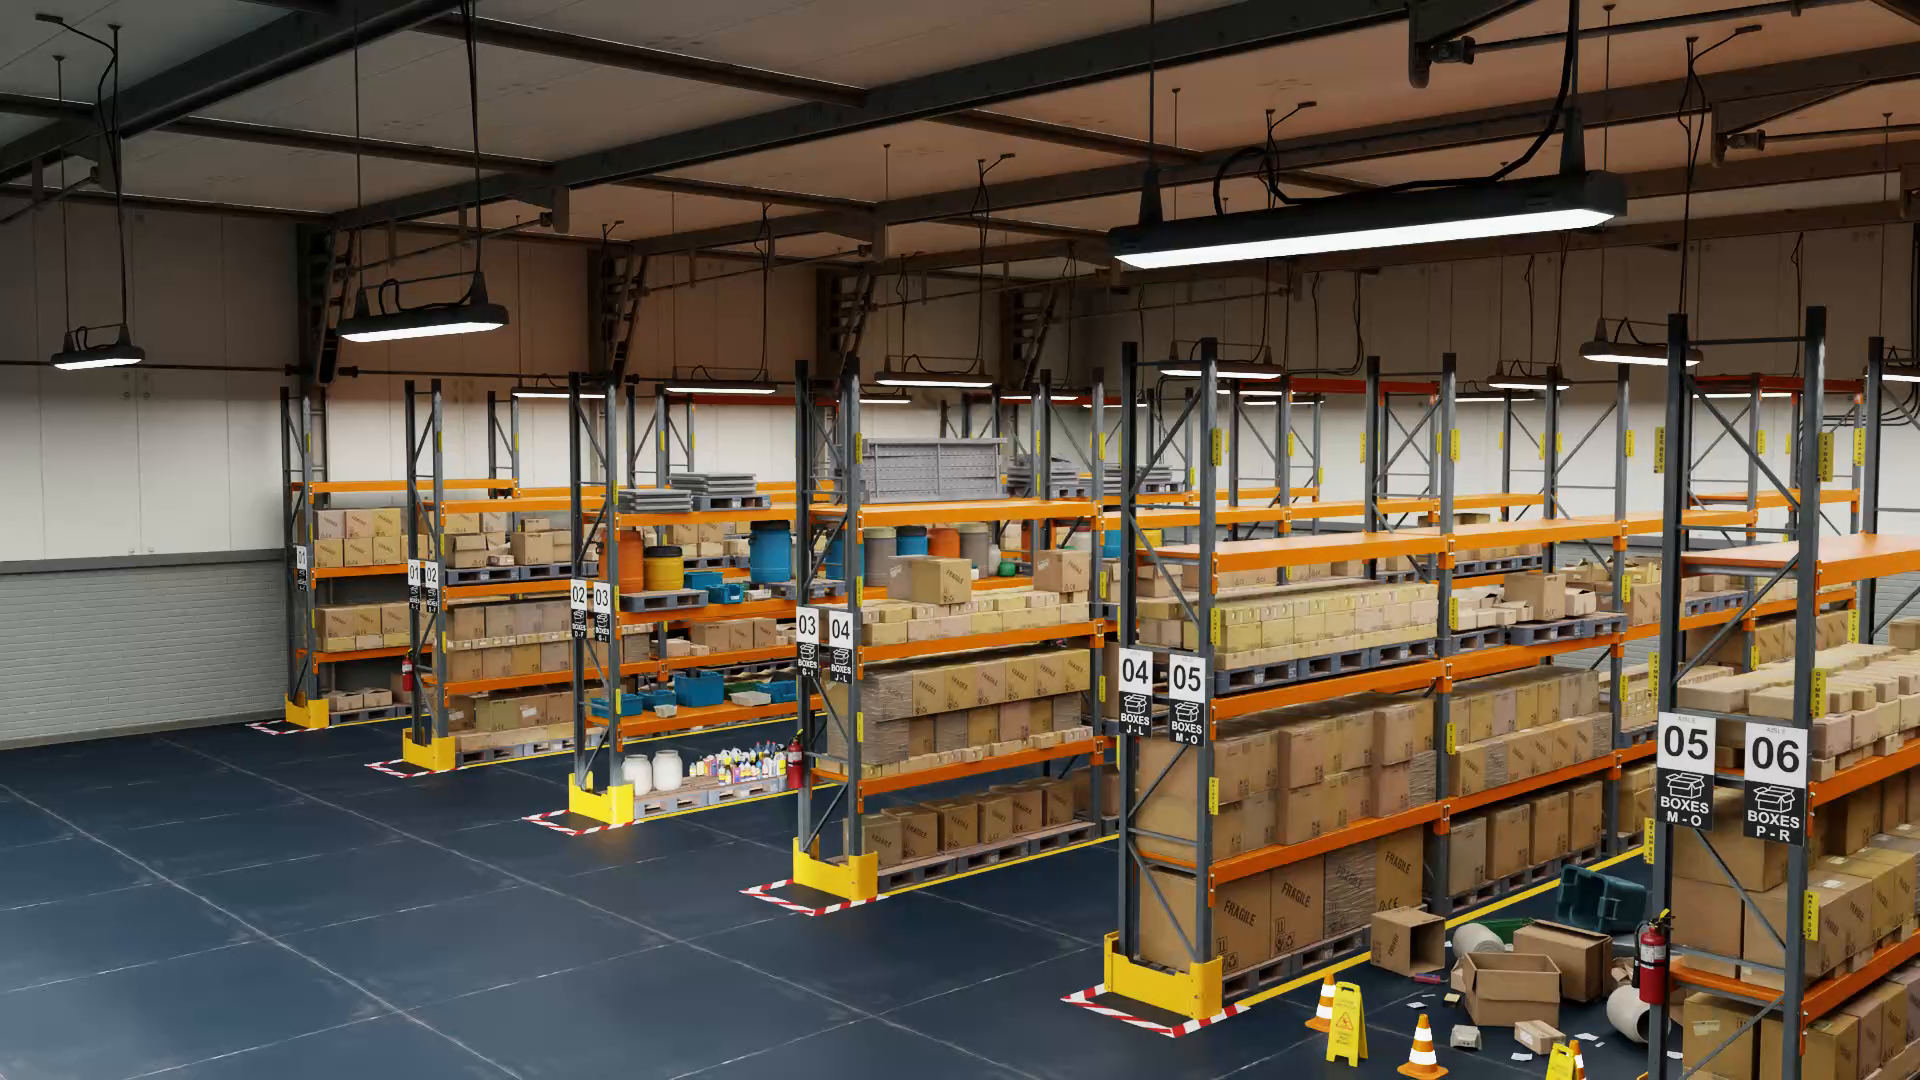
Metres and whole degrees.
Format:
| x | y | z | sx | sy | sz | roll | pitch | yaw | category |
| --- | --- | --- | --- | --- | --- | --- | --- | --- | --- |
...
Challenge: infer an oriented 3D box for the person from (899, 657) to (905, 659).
| x | y | z | sx | sy | sz | roll | pitch | yaw | category |
| --- | --- | --- | --- | --- | --- | --- | --- | --- | --- |
| -1.346 | 2.440 | 29.366 | 0.678 | 1.764 | 0.852 | 2 | 4 | 33 | person |
